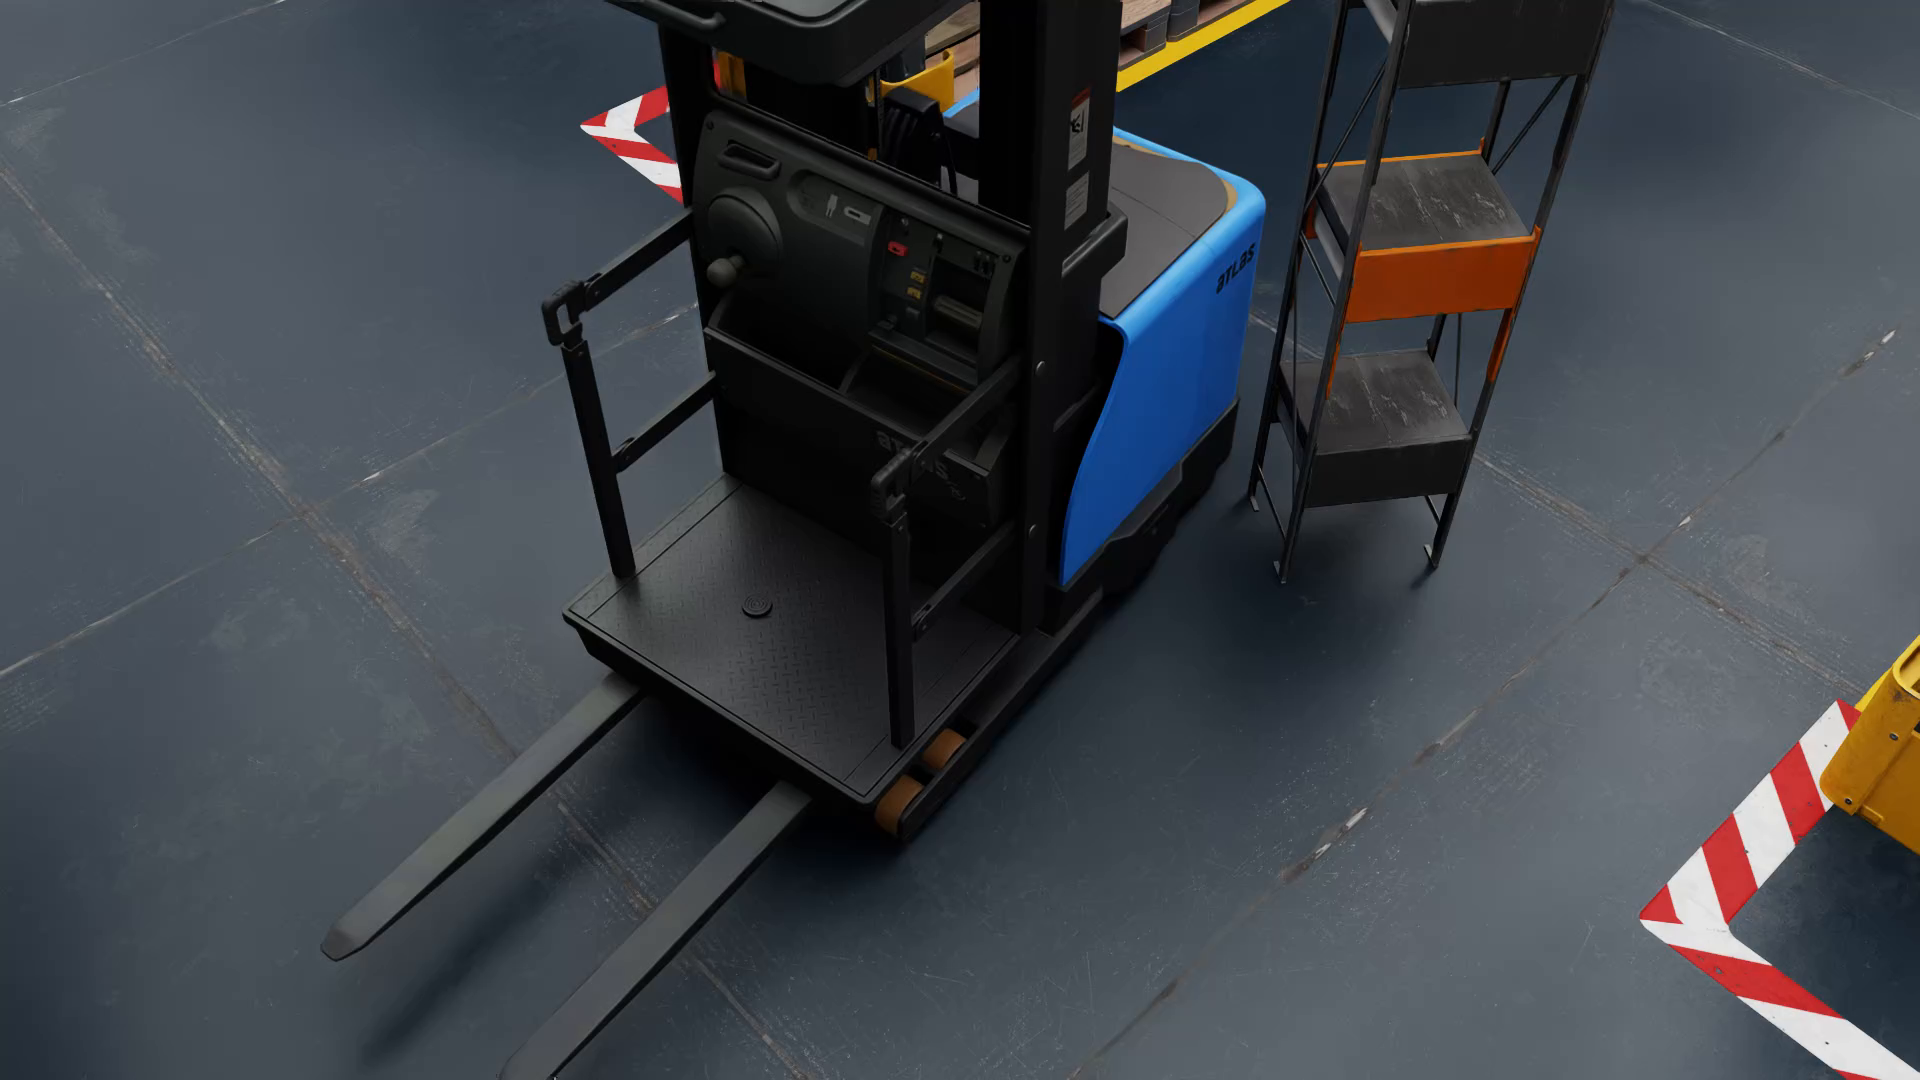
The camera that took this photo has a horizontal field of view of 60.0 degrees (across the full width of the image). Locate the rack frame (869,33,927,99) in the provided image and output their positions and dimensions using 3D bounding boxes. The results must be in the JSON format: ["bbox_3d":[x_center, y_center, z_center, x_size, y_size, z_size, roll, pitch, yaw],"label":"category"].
[{"bbox_3d":[-0.505,-2.755,5.751,0.127,3.000,1.000,-34,56,-27],"label":"rack frame"}]

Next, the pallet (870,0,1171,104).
[{"bbox_3d":[0.131,-2.196,7.133,1.213,0.211,1.003,-34,56,-27],"label":"pallet"}]

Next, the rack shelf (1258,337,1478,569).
[{"bbox_3d":[1.208,-0.261,5.034,0.480,0.518,0.431,-6,48,-6],"label":"rack shelf"}]

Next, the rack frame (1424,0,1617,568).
[{"bbox_3d":[1.450,-0.771,4.533,0.015,2.100,0.400,-6,48,-6],"label":"rack frame"}]

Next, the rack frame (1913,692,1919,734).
[{"bbox_3d":[2.824,-0.060,3.264,0.127,3.000,1.000,-34,56,-27],"label":"rack frame"}]

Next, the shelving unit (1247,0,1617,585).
[{"bbox_3d":[1.208,-0.745,4.509,0.503,2.100,0.431,-6,48,-6],"label":"shelving unit"}]

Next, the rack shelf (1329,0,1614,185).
[{"bbox_3d":[1.208,-1.211,4.005,0.480,0.518,0.431,-6,48,-6],"label":"rack shelf"}]

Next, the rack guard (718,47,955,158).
[{"bbox_3d":[-0.514,-1.889,6.653,0.348,0.500,1.175,-34,56,-27],"label":"rack guard"}]

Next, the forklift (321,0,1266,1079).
[{"bbox_3d":[-0.389,-0.604,3.813,1.130,2.935,3.031,28,53,24],"label":"forklift"}]

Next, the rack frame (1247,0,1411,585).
[{"bbox_3d":[0.967,-0.720,4.486,0.015,2.100,0.400,-6,48,-6],"label":"rack frame"}]

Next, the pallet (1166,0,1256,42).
[{"bbox_3d":[1.033,-2.797,7.687,1.213,0.211,1.003,-34,56,-27],"label":"pallet"}]

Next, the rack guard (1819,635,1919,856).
[{"bbox_3d":[2.880,0.750,4.218,0.348,0.500,1.175,-34,56,-27],"label":"rack guard"}]

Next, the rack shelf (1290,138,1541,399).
[{"bbox_3d":[1.208,-0.736,4.519,0.480,0.518,0.431,-6,48,-6],"label":"rack shelf"}]
